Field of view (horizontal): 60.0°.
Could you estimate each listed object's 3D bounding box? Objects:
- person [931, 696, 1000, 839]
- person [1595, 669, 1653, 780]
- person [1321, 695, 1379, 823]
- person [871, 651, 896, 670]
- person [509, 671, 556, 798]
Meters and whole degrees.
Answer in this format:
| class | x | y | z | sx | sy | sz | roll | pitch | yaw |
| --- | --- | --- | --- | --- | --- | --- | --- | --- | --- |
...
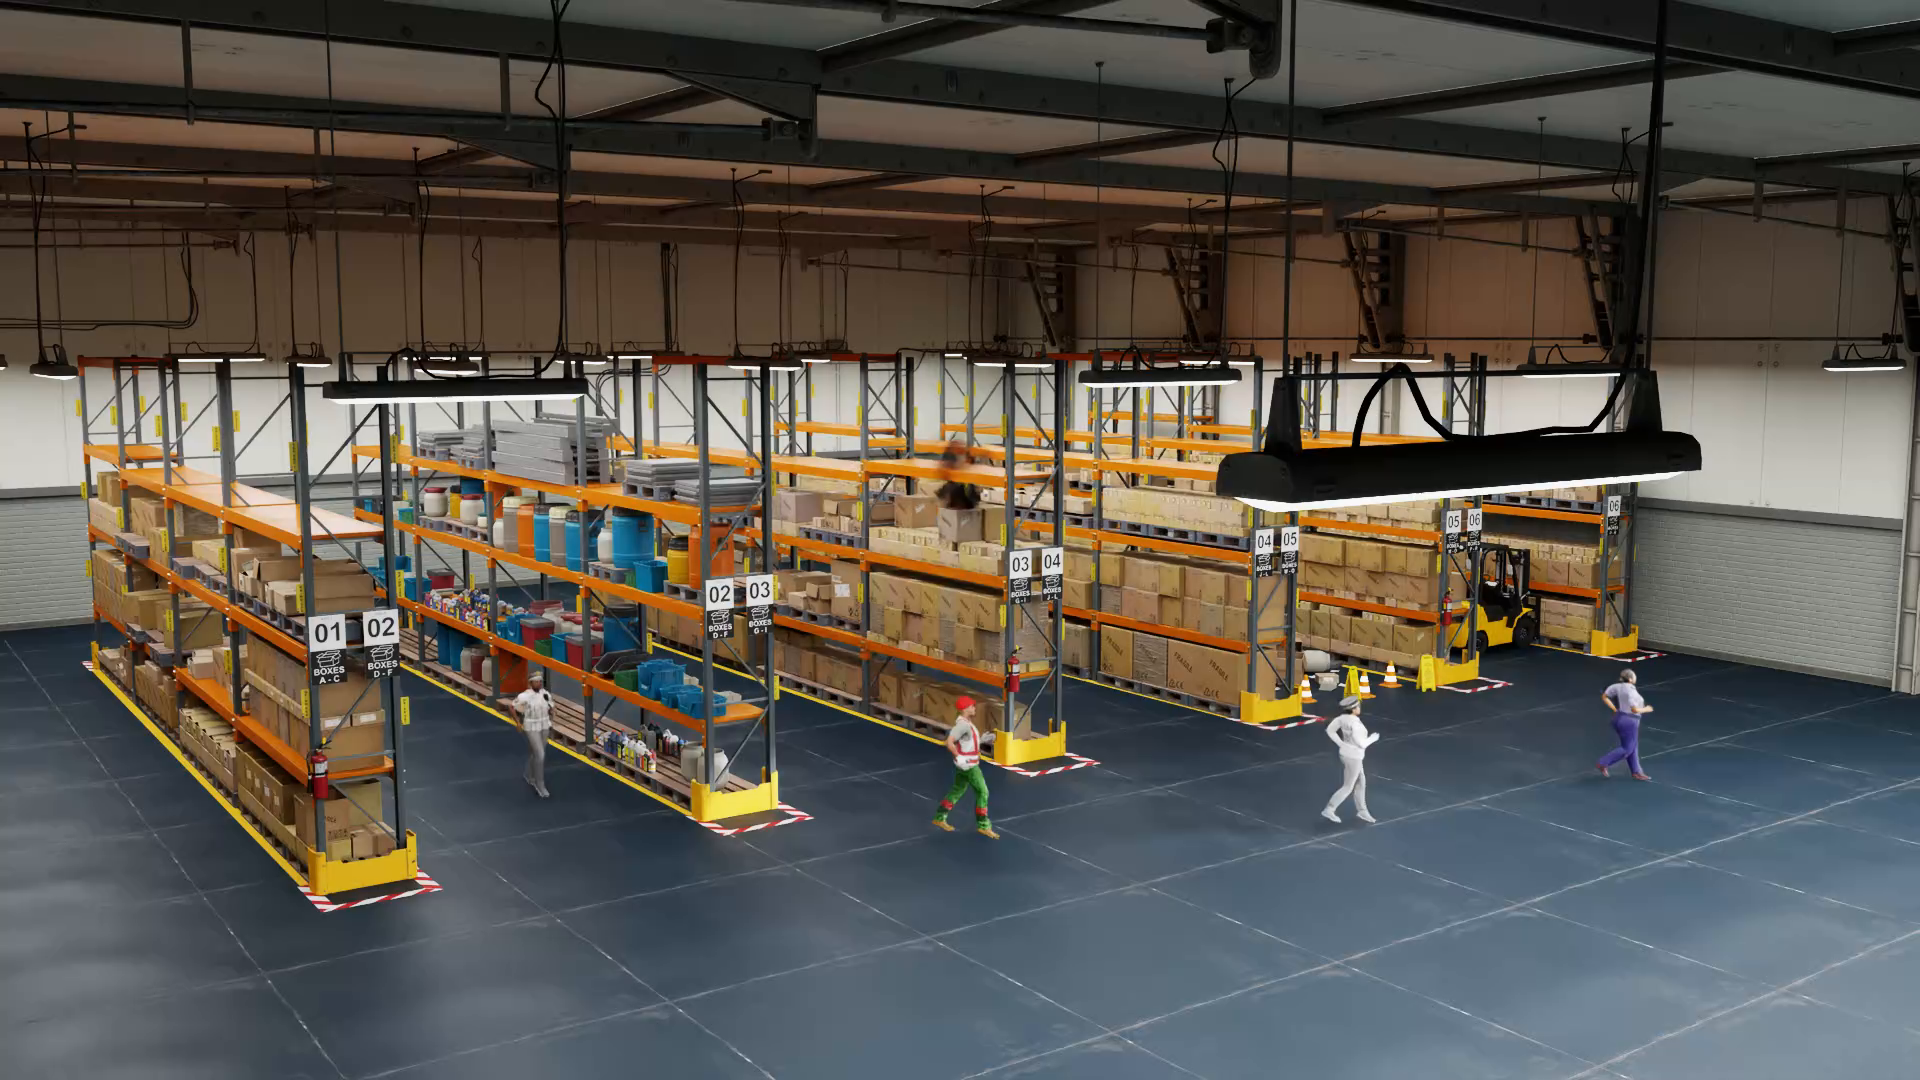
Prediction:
| class | x | y | z | sx | sy | sz | roll | pitch | yaw |
| --- | --- | --- | --- | --- | --- | --- | --- | --- | --- |
| person | 0.070 | 2.879 | 21.066 | 0.855 | 1.832 | 0.654 | -1 | 7 | -7 |
| person | 9.473 | 2.644 | 23.686 | 0.921 | 1.648 | 0.609 | -1 | 7 | -6 |
| person | 5.076 | 2.862 | 21.600 | 0.784 | 1.730 | 0.600 | -1 | 7 | -7 |
| person | -1.445 | 1.650 | 31.893 | 0.632 | 1.764 | 0.722 | -6 | 9 | -39 |
| person | -5.922 | 2.690 | 23.209 | 0.777 | 1.744 | 0.547 | 6 | 9 | 39 |
